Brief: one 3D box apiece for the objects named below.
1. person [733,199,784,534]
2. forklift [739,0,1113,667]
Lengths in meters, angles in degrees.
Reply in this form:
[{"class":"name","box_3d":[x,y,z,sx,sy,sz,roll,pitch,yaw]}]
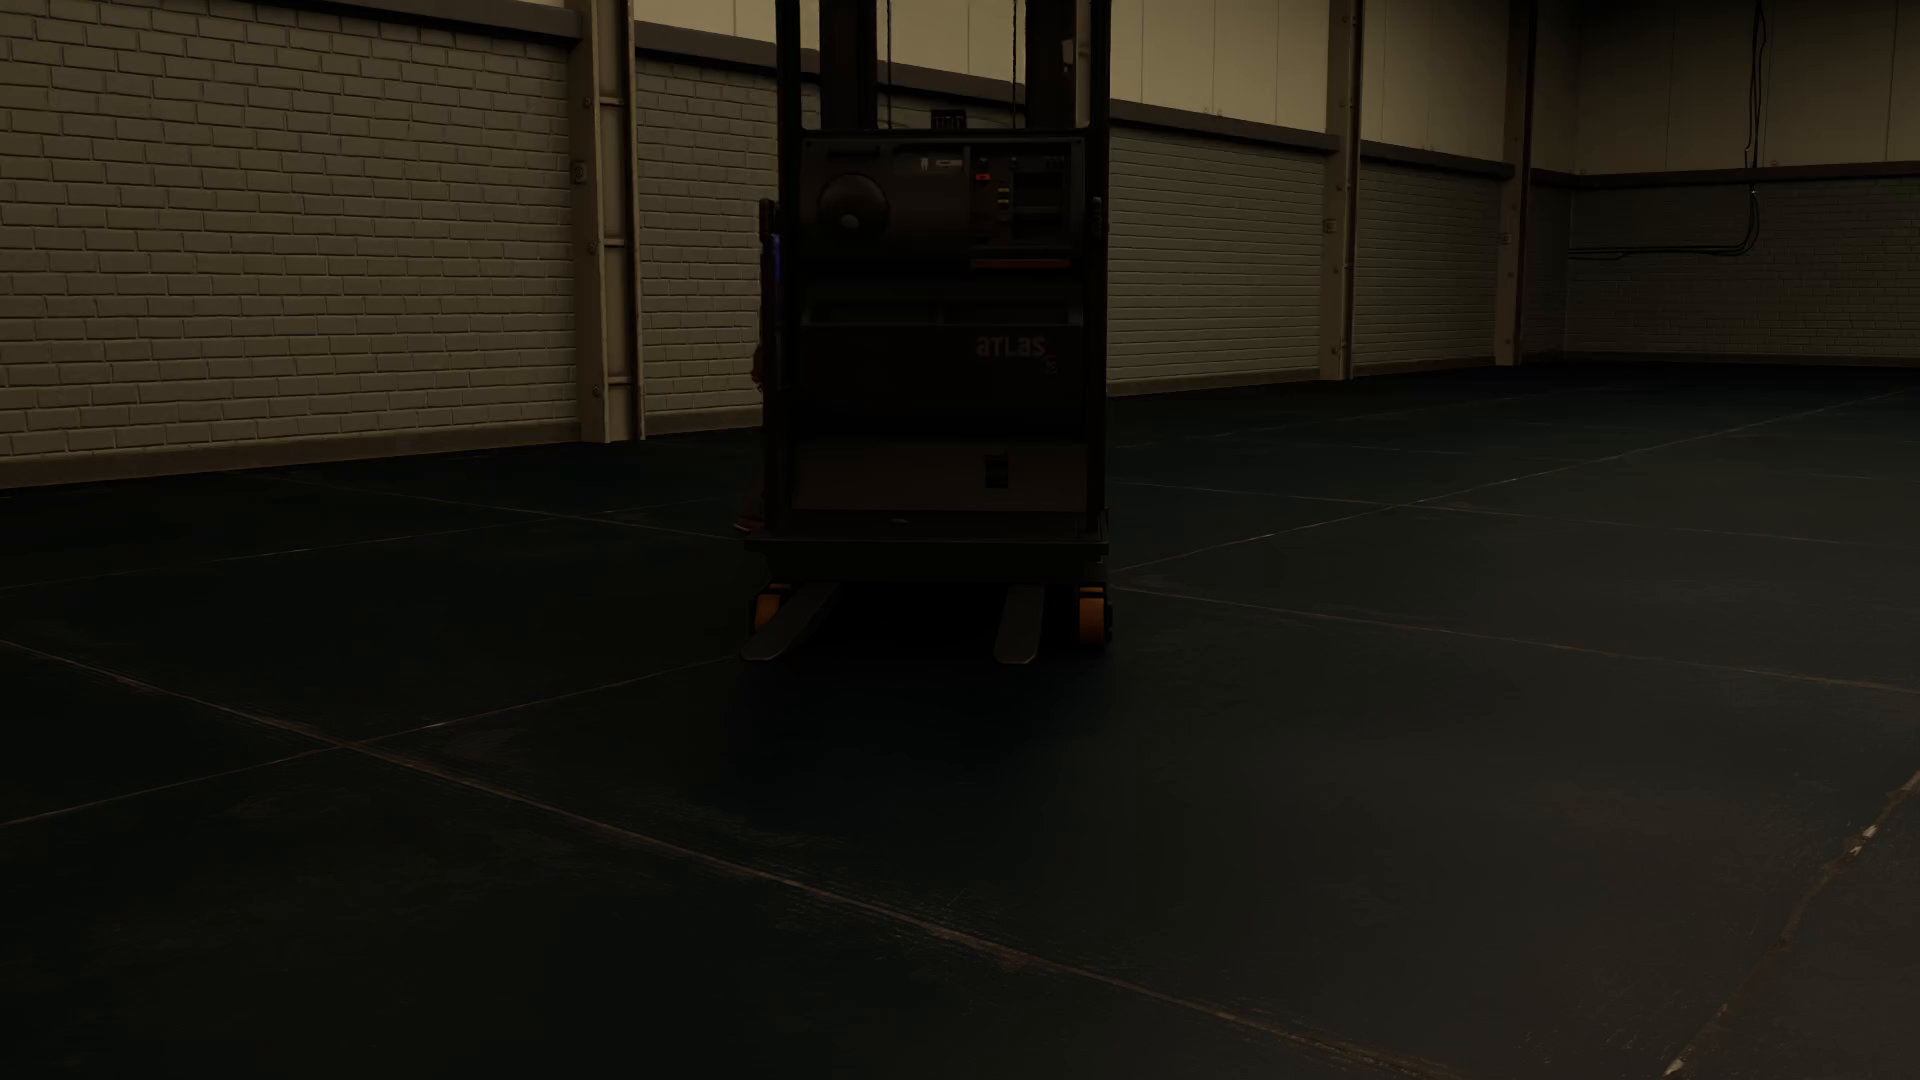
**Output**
[{"class":"person","box_3d":[-0.832,-0.825,7.636,0.408,1.634,0.812,0,8,0]},{"class":"forklift","box_3d":[-0.071,-1.162,5.224,1.130,2.935,3.031,1,8,4]}]
